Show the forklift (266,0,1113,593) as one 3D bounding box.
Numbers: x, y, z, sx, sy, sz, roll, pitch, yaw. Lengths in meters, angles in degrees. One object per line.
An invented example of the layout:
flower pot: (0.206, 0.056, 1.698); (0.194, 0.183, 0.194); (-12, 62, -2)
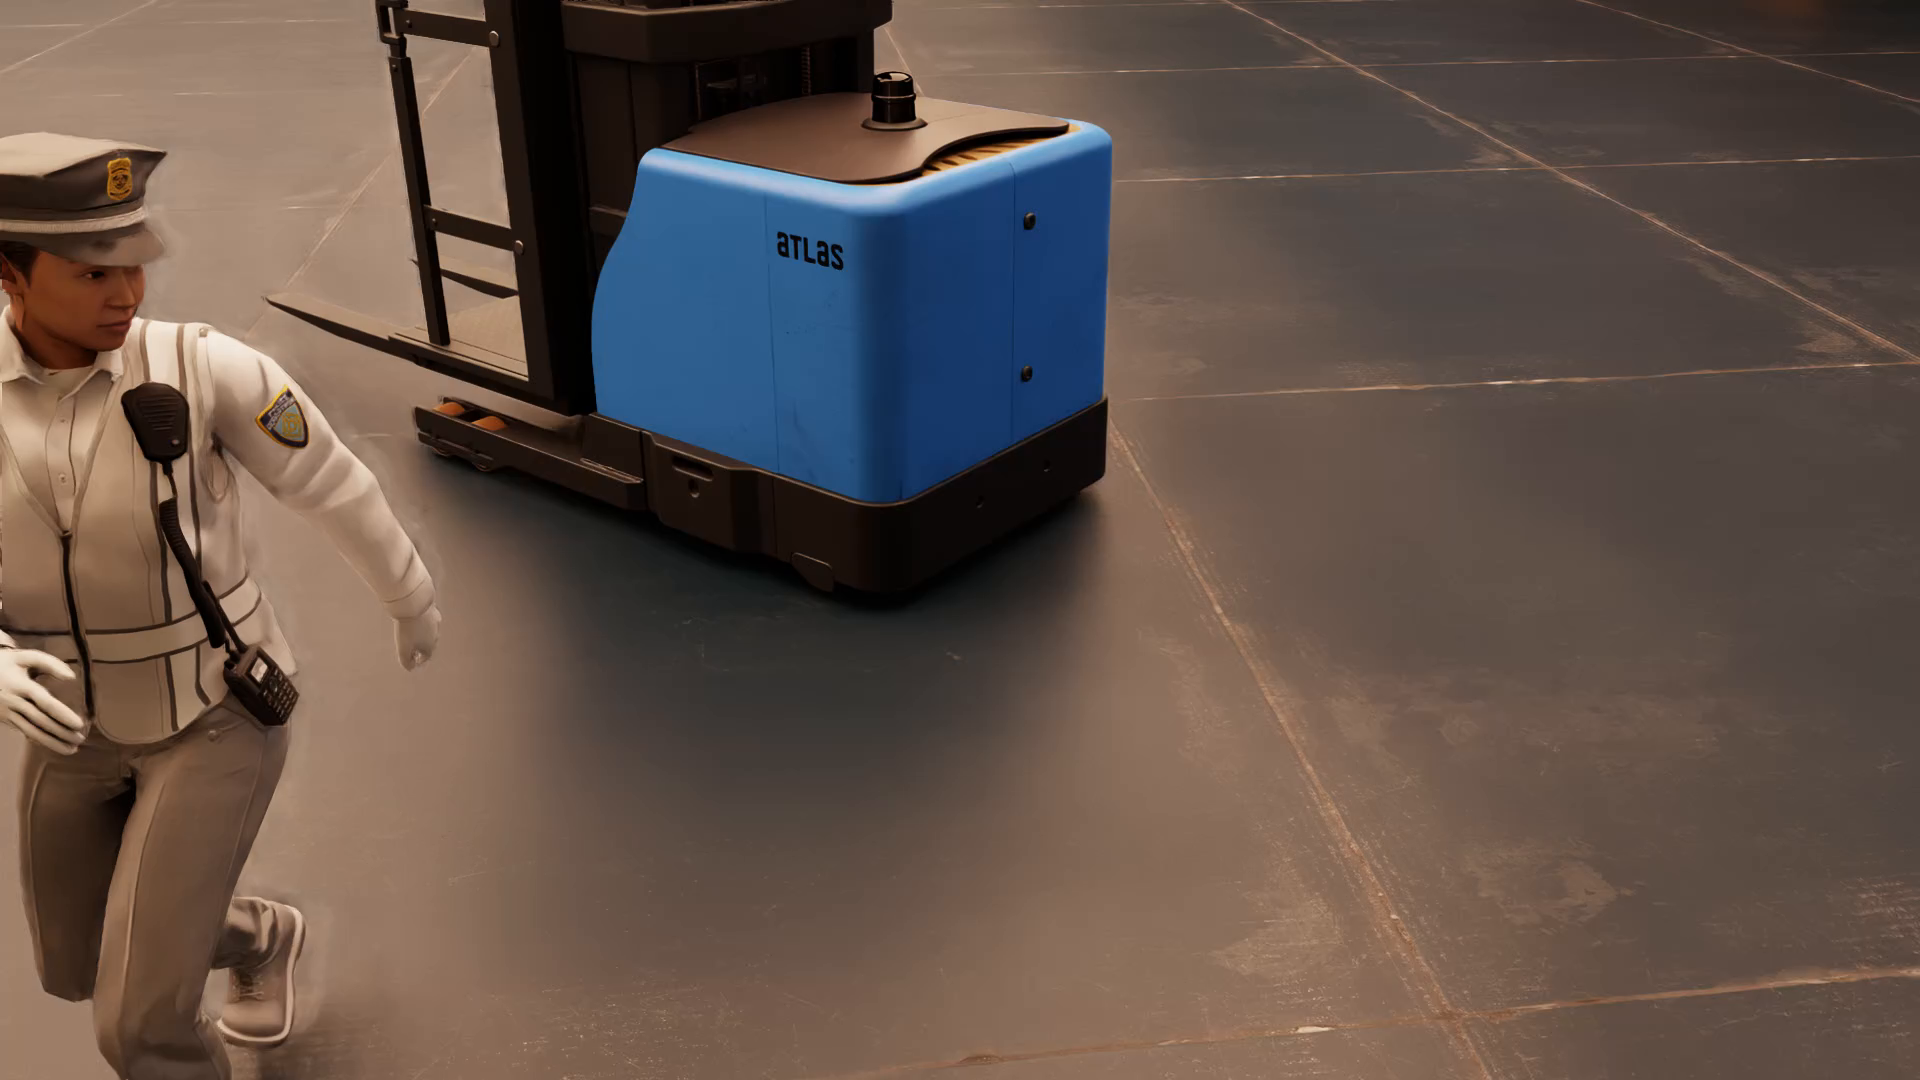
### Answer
forklift: (-1.052, -1.687, 4.731); (3.031, 2.935, 1.130); (19, 31, 33)

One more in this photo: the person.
person: (-1.104, 0.241, 2.310); (0.541, 1.591, 0.770); (4, 26, 7)
